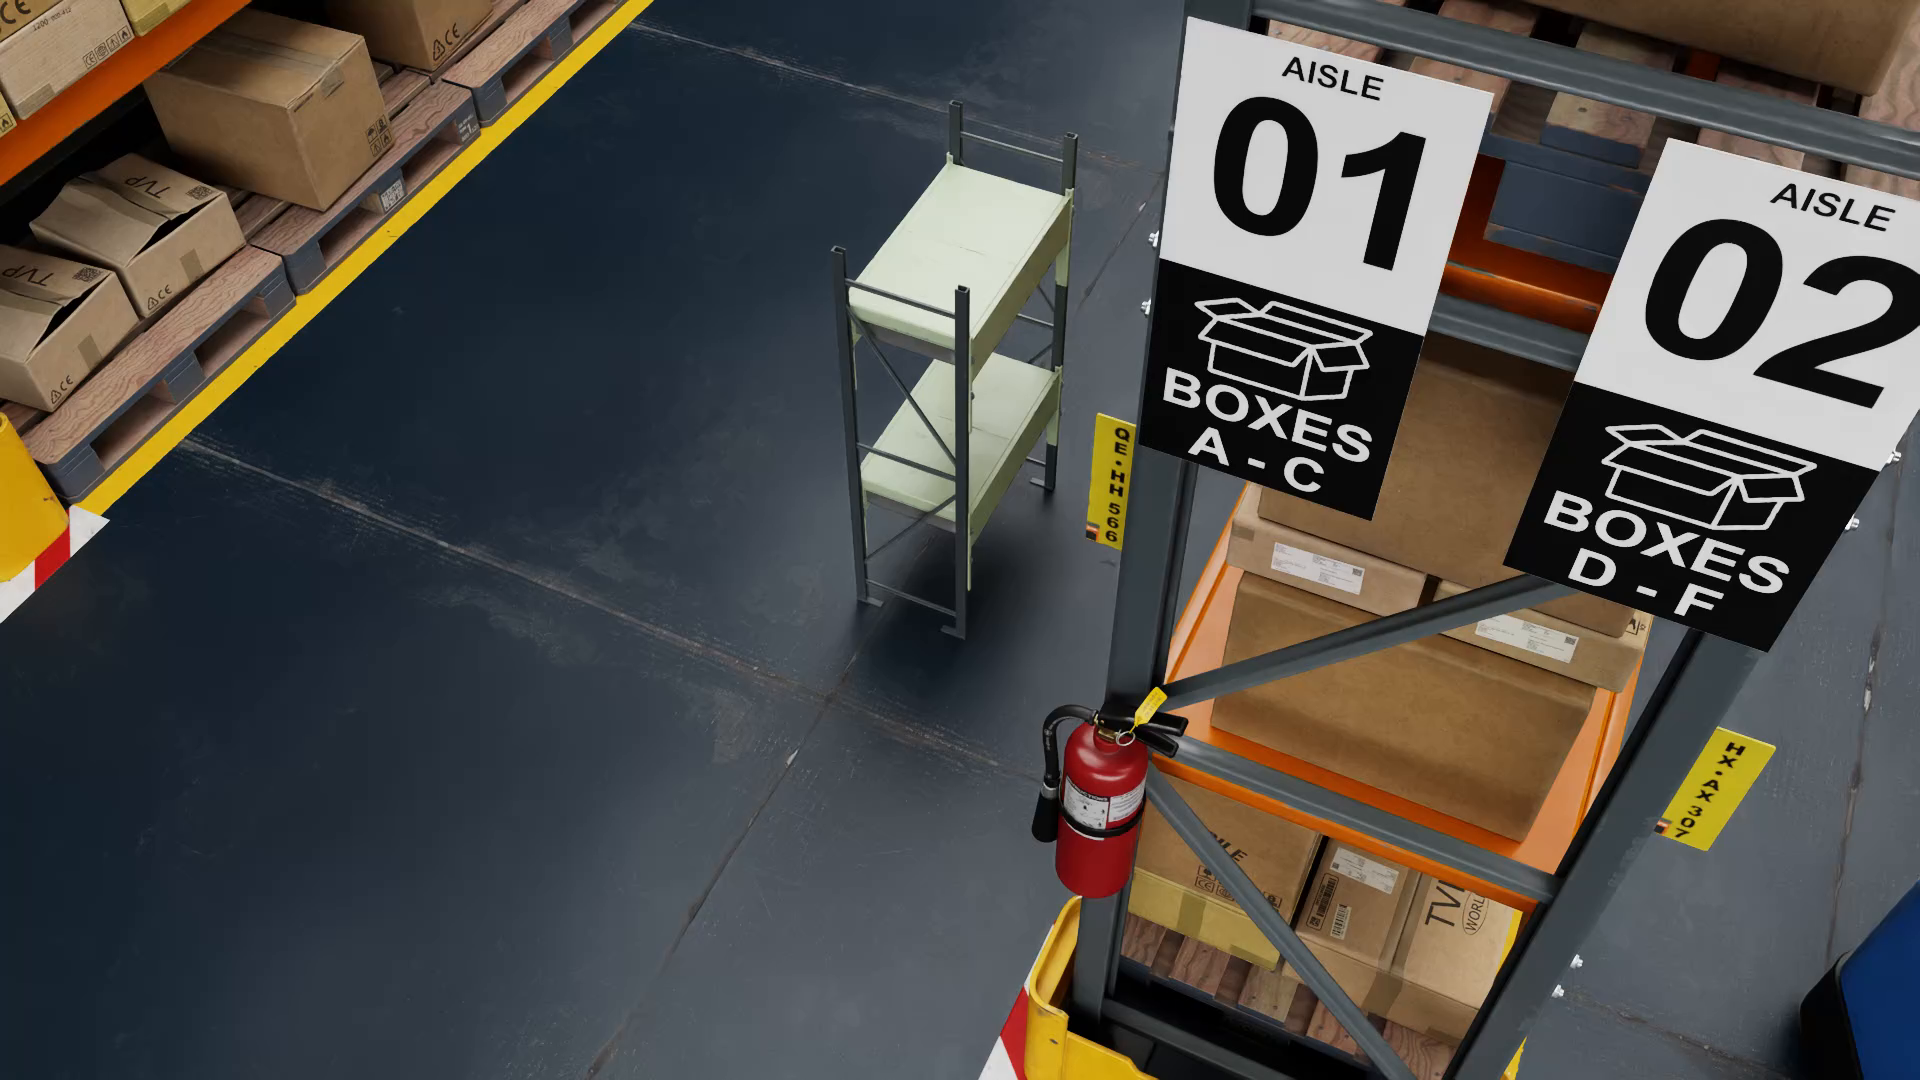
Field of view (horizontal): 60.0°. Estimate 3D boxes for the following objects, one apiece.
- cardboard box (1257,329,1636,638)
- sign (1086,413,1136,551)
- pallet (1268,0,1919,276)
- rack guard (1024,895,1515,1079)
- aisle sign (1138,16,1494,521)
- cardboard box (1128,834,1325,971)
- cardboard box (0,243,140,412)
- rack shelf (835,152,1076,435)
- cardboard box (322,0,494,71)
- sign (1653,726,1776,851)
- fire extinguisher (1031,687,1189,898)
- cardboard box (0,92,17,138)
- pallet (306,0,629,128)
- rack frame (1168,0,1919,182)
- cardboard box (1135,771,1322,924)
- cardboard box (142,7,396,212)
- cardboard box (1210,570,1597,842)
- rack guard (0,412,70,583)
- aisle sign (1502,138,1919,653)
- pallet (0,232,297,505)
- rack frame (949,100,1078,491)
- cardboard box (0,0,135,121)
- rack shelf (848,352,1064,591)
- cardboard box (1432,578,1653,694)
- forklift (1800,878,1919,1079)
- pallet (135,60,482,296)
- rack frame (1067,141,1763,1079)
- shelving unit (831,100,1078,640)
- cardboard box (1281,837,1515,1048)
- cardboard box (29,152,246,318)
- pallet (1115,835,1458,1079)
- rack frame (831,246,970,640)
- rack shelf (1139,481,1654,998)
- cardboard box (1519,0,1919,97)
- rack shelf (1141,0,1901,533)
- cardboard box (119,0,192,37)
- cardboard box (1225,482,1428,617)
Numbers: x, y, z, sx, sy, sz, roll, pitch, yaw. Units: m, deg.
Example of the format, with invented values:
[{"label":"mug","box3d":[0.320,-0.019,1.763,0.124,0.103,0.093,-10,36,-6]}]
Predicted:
[{"label":"cardboard box","box3d":[0.997,-0.263,3.087,0.700,0.500,0.500,20,52,16]},{"label":"sign","box3d":[0.279,-0.095,2.945,0.100,0.325,0.005,20,52,16]},{"label":"pallet","box3d":[1.089,-0.878,2.616,1.003,0.211,1.213,20,52,16]},{"label":"rack guard","box3d":[0.753,1.370,4.256,1.175,0.500,0.348,20,52,16]},{"label":"aisle sign","box3d":[0.470,-0.349,2.371,0.394,0.787,0.004,20,52,16]},{"label":"cardboard box","box3d":[0.725,0.833,4.601,0.500,0.250,0.500,20,52,16]},{"label":"cardboard box","box3d":[-3.340,-0.784,5.924,0.500,0.311,0.500,14,51,12]},{"label":"rack shelf","box3d":[-0.003,-0.734,4.878,0.431,0.370,0.720,20,52,16]},{"label":"cardboard box","box3d":[-2.415,-2.425,7.196,0.500,0.500,0.500,16,52,13]},{"label":"sign","box3d":[1.263,0.422,2.801,0.100,0.325,0.005,20,52,16]},{"label":"fire extinguisher","box3d":[0.293,0.499,3.407,0.296,0.674,0.183,20,52,16]},{"label":"cardboard box","box3d":[-3.222,-1.256,4.935,0.500,0.250,0.500,18,52,15]},{"label":"pallet","box3d":[-2.263,-2.442,7.690,1.003,0.211,1.213,20,52,16]},{"label":"rack frame","box3d":[0.763,-1.401,1.033,1.000,3.000,0.127,20,52,16]},{"label":"cardboard box","box3d":[0.723,0.589,4.316,0.500,0.500,0.500,20,52,16]},{"label":"cardboard box","box3d":[-2.738,-1.727,6.602,0.700,0.500,0.500,17,52,14]},{"label":"cardboard box","box3d":[0.974,0.194,3.550,0.700,0.500,0.500,20,52,16]},{"label":"rack guard","box3d":[-3.685,-0.308,5.684,1.175,0.500,0.348,20,52,16]},{"label":"aisle sign","box3d":[1.012,-0.154,2.205,0.394,0.787,0.004,20,52,16]},{"label":"pallet","box3d":[-3.306,-0.762,6.260,1.003,0.211,1.213,20,52,16]},{"label":"rack frame","box3d":[0.154,-0.733,5.389,0.400,1.500,0.023,20,52,16]},{"label":"cardboard box","box3d":[-3.013,-1.618,5.243,0.500,0.250,0.500,18,52,15]},{"label":"rack shelf","box3d":[-0.003,-0.270,5.423,0.431,0.370,0.720,20,52,16]},{"label":"cardboard box","box3d":[1.126,0.101,3.203,0.380,0.149,0.250,19,52,16]},{"label":"forklift","box3d":[3.748,0.863,3.092,3.031,2.935,1.130,5,50,4]},{"label":"pallet","box3d":[-2.783,-1.599,6.972,1.003,0.211,1.213,20,52,16]},{"label":"rack frame","box3d":[0.763,0.544,3.318,1.000,3.000,0.127,20,52,16]},{"label":"shelving unit","box3d":[-0.003,-0.481,5.175,0.431,1.500,0.755,20,52,16]},{"label":"cardboard box","box3d":[1.194,1.002,4.458,0.500,0.250,0.500,20,52,16]},{"label":"cardboard box","box3d":[-3.097,-1.177,6.258,0.500,0.311,0.500,24,54,19]},{"label":"pallet","box3d":[1.052,0.907,4.840,1.003,0.211,1.213,20,52,16]},{"label":"rack frame","box3d":[-0.159,-0.229,4.960,0.400,1.500,0.023,20,52,16]},{"label":"rack shelf","box3d":[1.618,-0.600,4.764,1.077,0.370,4.000,20,52,16]},{"label":"cardboard box","box3d":[1.013,-1.038,2.259,0.797,0.503,0.637,23,53,18]},{"label":"rack shelf","box3d":[1.618,-1.573,3.621,1.077,0.370,4.000,20,52,16]},{"label":"cardboard box","box3d":[-2.790,-1.967,5.540,0.500,0.250,0.500,19,52,16]},{"label":"cardboard box","box3d":[0.754,-0.024,3.309,0.380,0.149,0.250,19,52,15]}]
